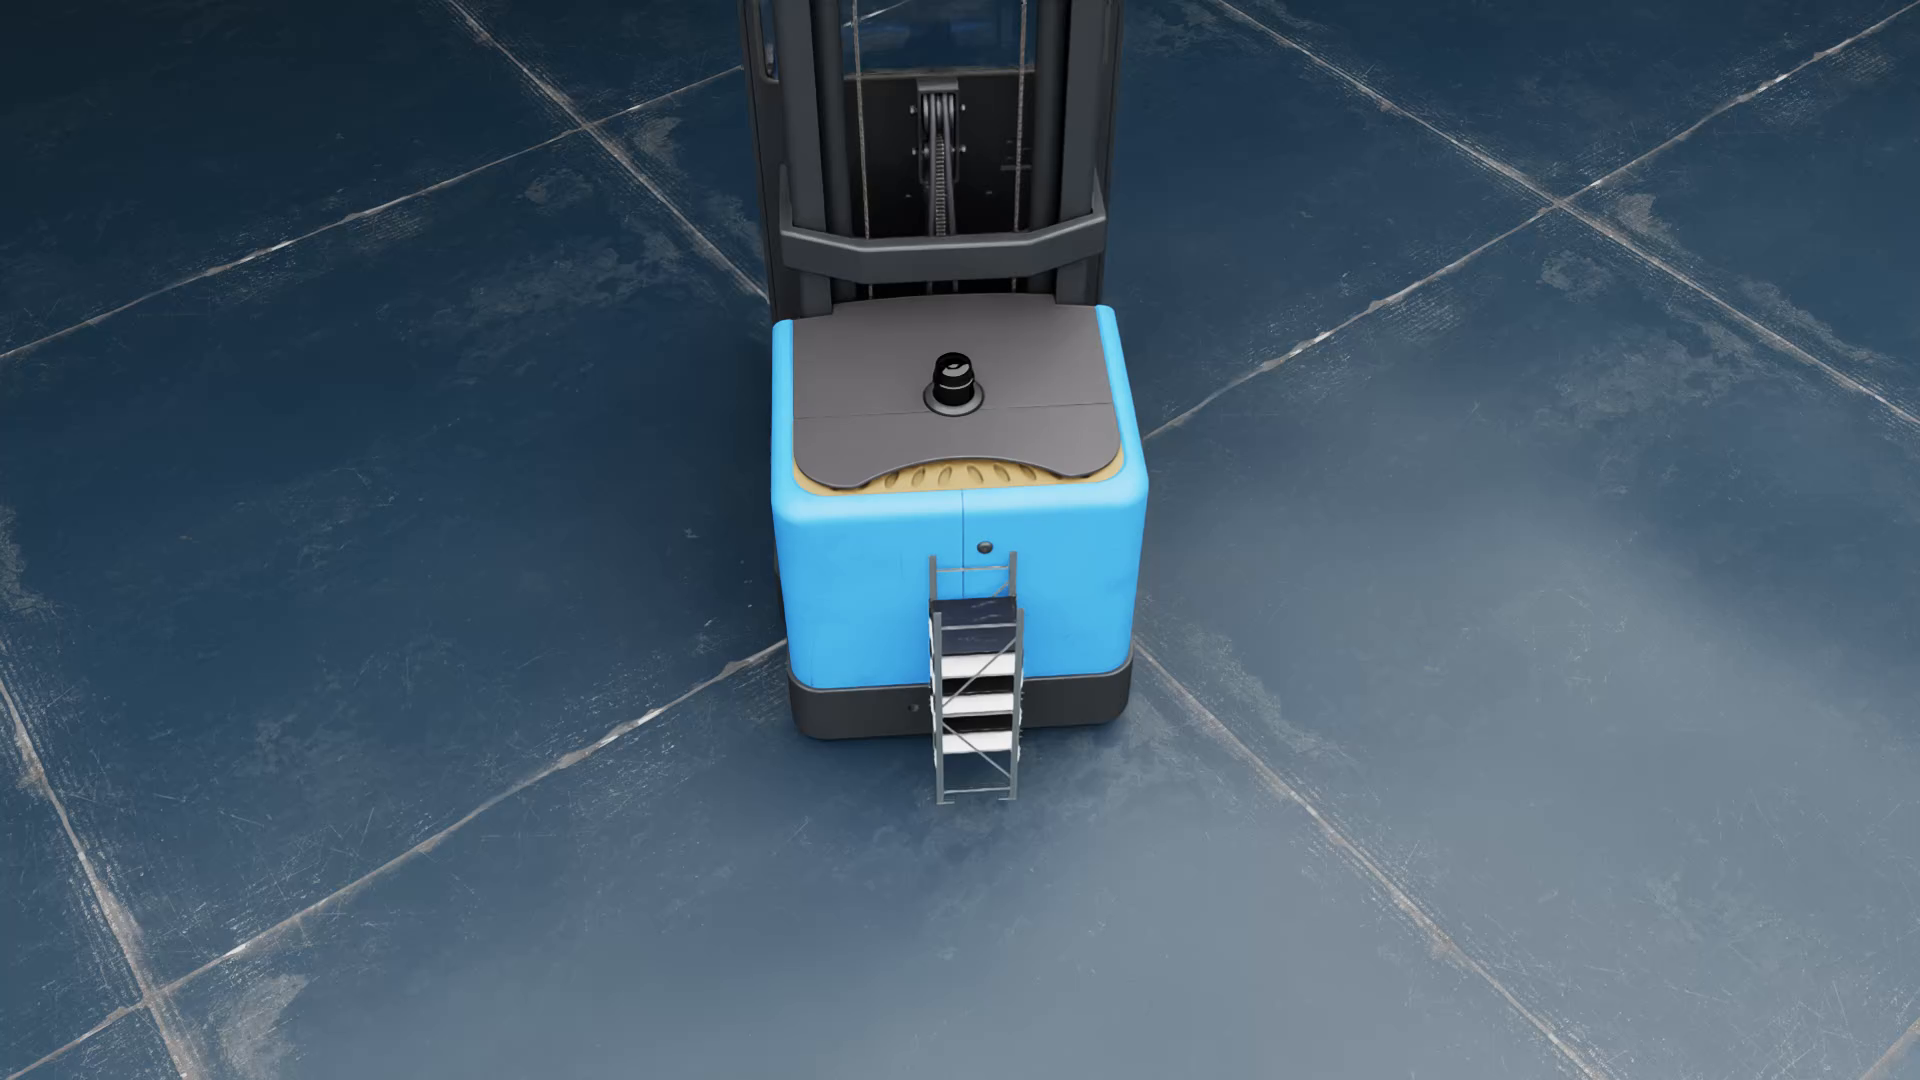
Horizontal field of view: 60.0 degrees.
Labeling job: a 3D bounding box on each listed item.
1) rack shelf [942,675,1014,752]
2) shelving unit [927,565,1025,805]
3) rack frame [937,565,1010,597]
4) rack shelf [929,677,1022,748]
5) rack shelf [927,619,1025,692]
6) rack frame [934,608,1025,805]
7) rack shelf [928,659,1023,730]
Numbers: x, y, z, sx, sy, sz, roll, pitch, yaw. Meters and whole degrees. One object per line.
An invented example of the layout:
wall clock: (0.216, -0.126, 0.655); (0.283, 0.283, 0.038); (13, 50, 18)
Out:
rack shelf: (0.043, 0.448, 4.804); (0.221, 0.281, 0.190); (-3, 48, -3)
shelving unit: (0.043, 0.415, 4.766); (0.258, 0.900, 0.208); (-3, 48, -3)
rack frame: (0.035, 0.339, 4.835); (0.228, 0.785, 0.003); (-3, 48, -3)
rack shelf: (0.043, 0.497, 4.858); (0.258, 0.077, 0.200); (-3, 48, -3)
rack shelf: (0.043, 0.316, 4.658); (0.258, 0.077, 0.200); (-3, 48, -3)
rack frame: (0.050, 0.490, 4.699); (0.240, 0.900, 0.006); (-3, 48, -3)
rack shelf: (0.043, 0.437, 4.791); (0.258, 0.077, 0.200); (-3, 48, -3)
